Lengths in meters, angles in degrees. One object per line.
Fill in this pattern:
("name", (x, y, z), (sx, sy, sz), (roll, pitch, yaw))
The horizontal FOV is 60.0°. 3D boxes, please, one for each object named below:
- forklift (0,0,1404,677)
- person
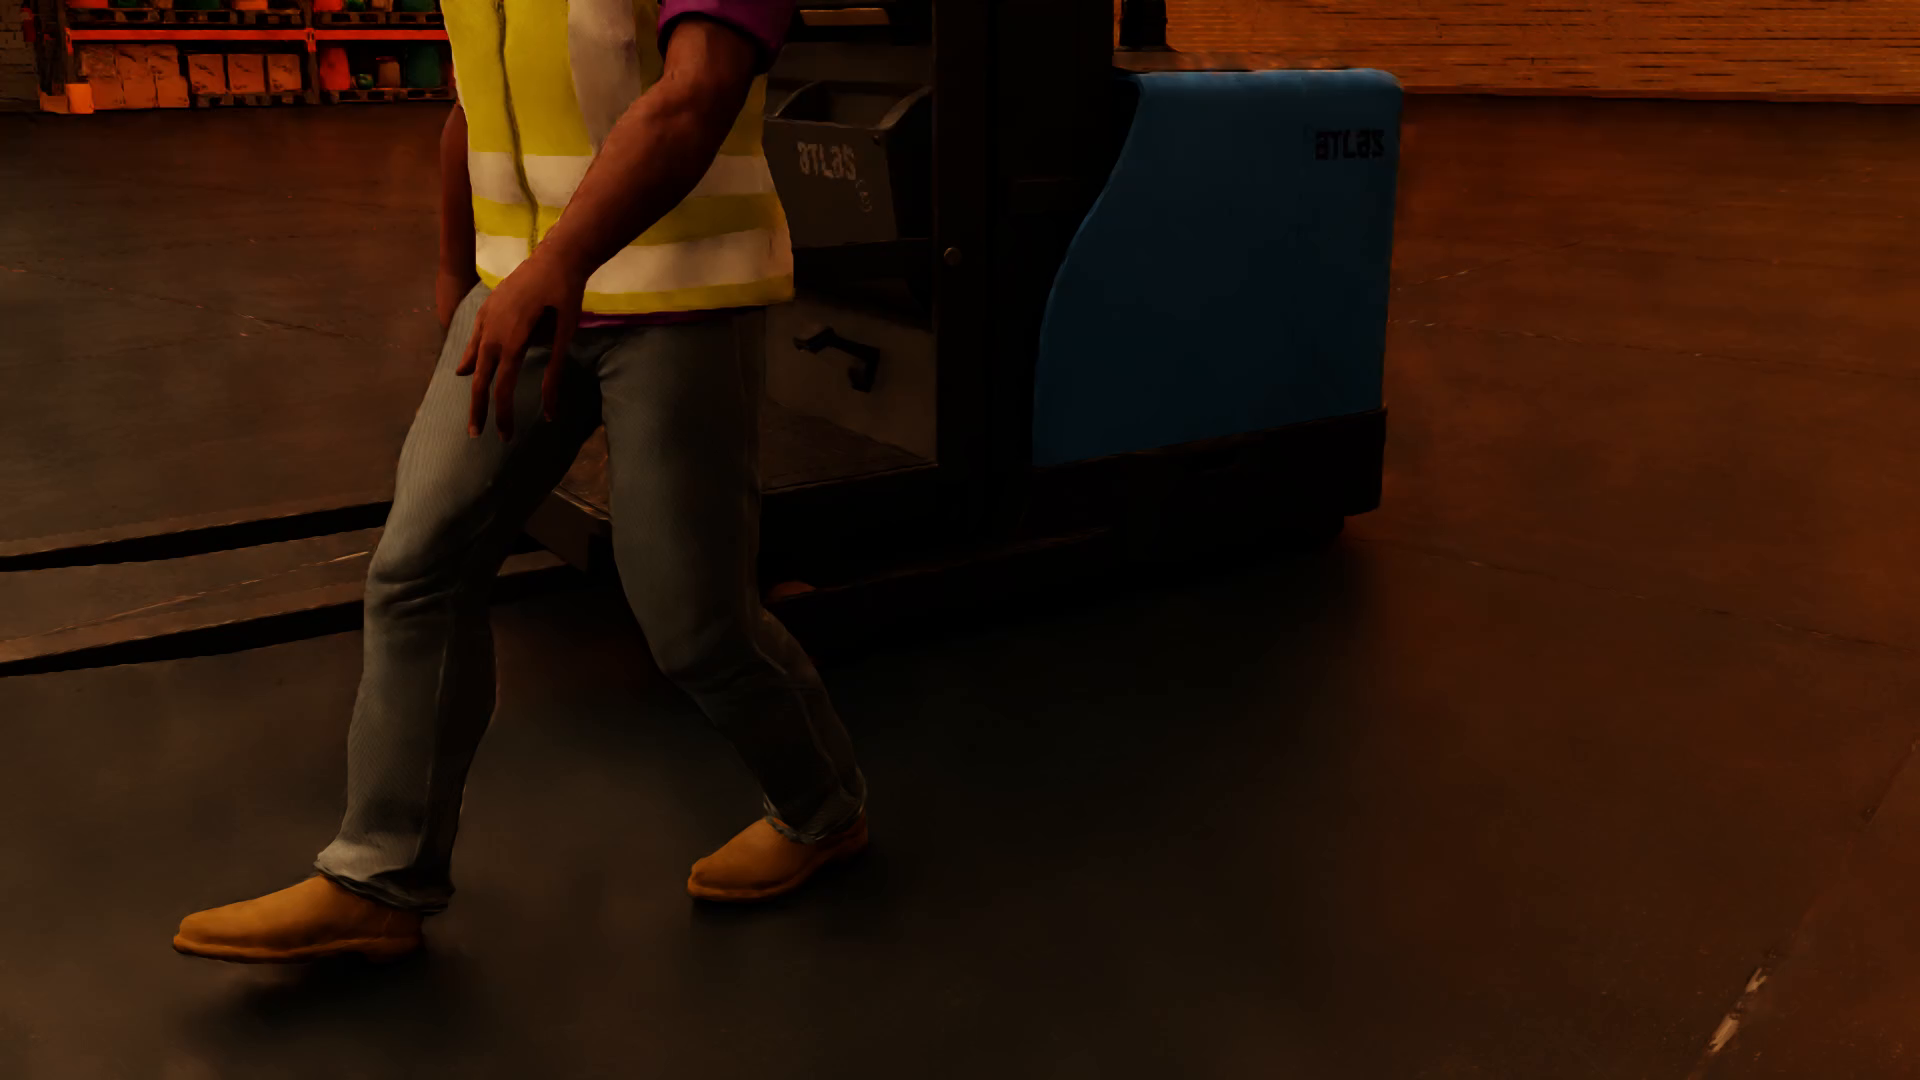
("forklift", (-0.507, -1.300, 3.180), (3.031, 2.935, 1.130), (-11, 20, -32))
("person", (-0.534, -0.293, 2.015), (0.771, 1.702, 0.865), (12, 21, 34))
